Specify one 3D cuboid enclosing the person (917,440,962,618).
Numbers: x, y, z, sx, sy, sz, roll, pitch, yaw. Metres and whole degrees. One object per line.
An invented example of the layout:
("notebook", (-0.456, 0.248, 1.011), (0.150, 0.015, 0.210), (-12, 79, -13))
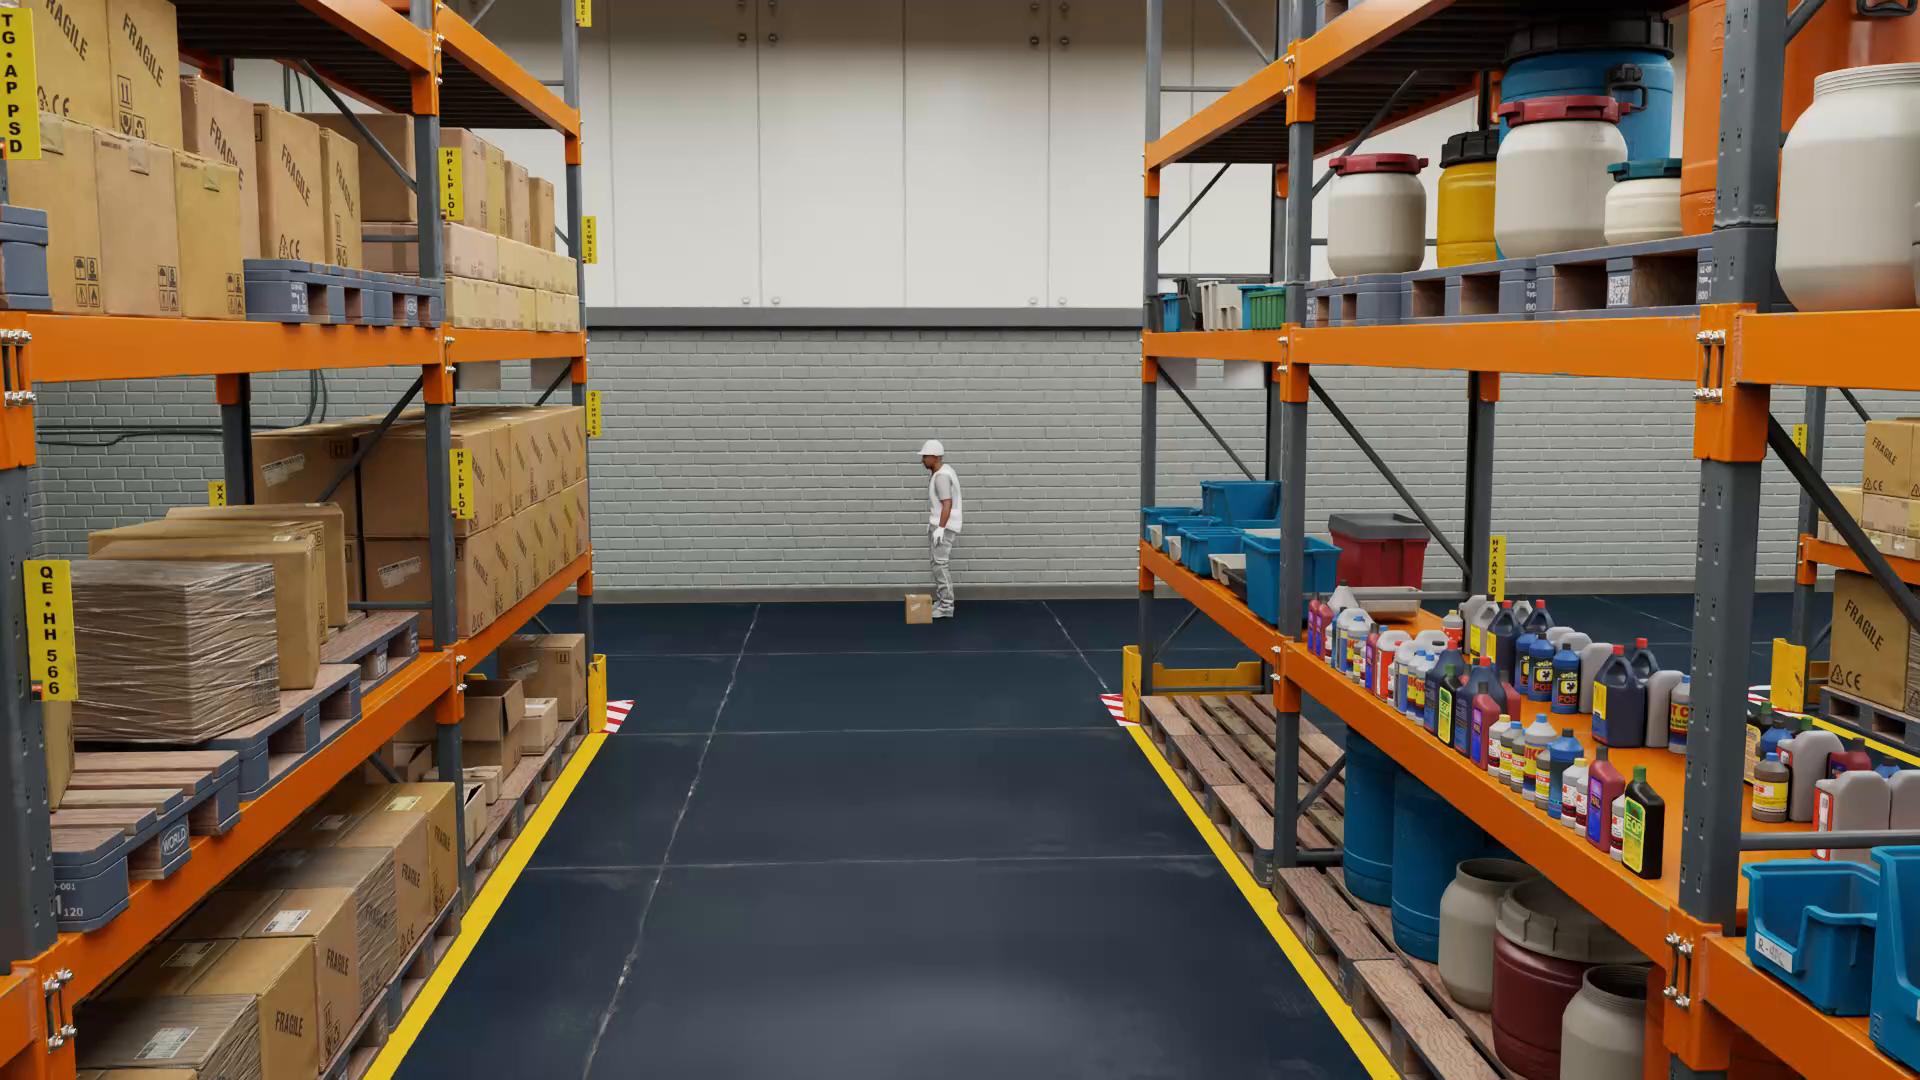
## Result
("person", (-0.209, -0.116, 16.670), (0.449, 1.775, 0.633), (-1, 7, -6))
